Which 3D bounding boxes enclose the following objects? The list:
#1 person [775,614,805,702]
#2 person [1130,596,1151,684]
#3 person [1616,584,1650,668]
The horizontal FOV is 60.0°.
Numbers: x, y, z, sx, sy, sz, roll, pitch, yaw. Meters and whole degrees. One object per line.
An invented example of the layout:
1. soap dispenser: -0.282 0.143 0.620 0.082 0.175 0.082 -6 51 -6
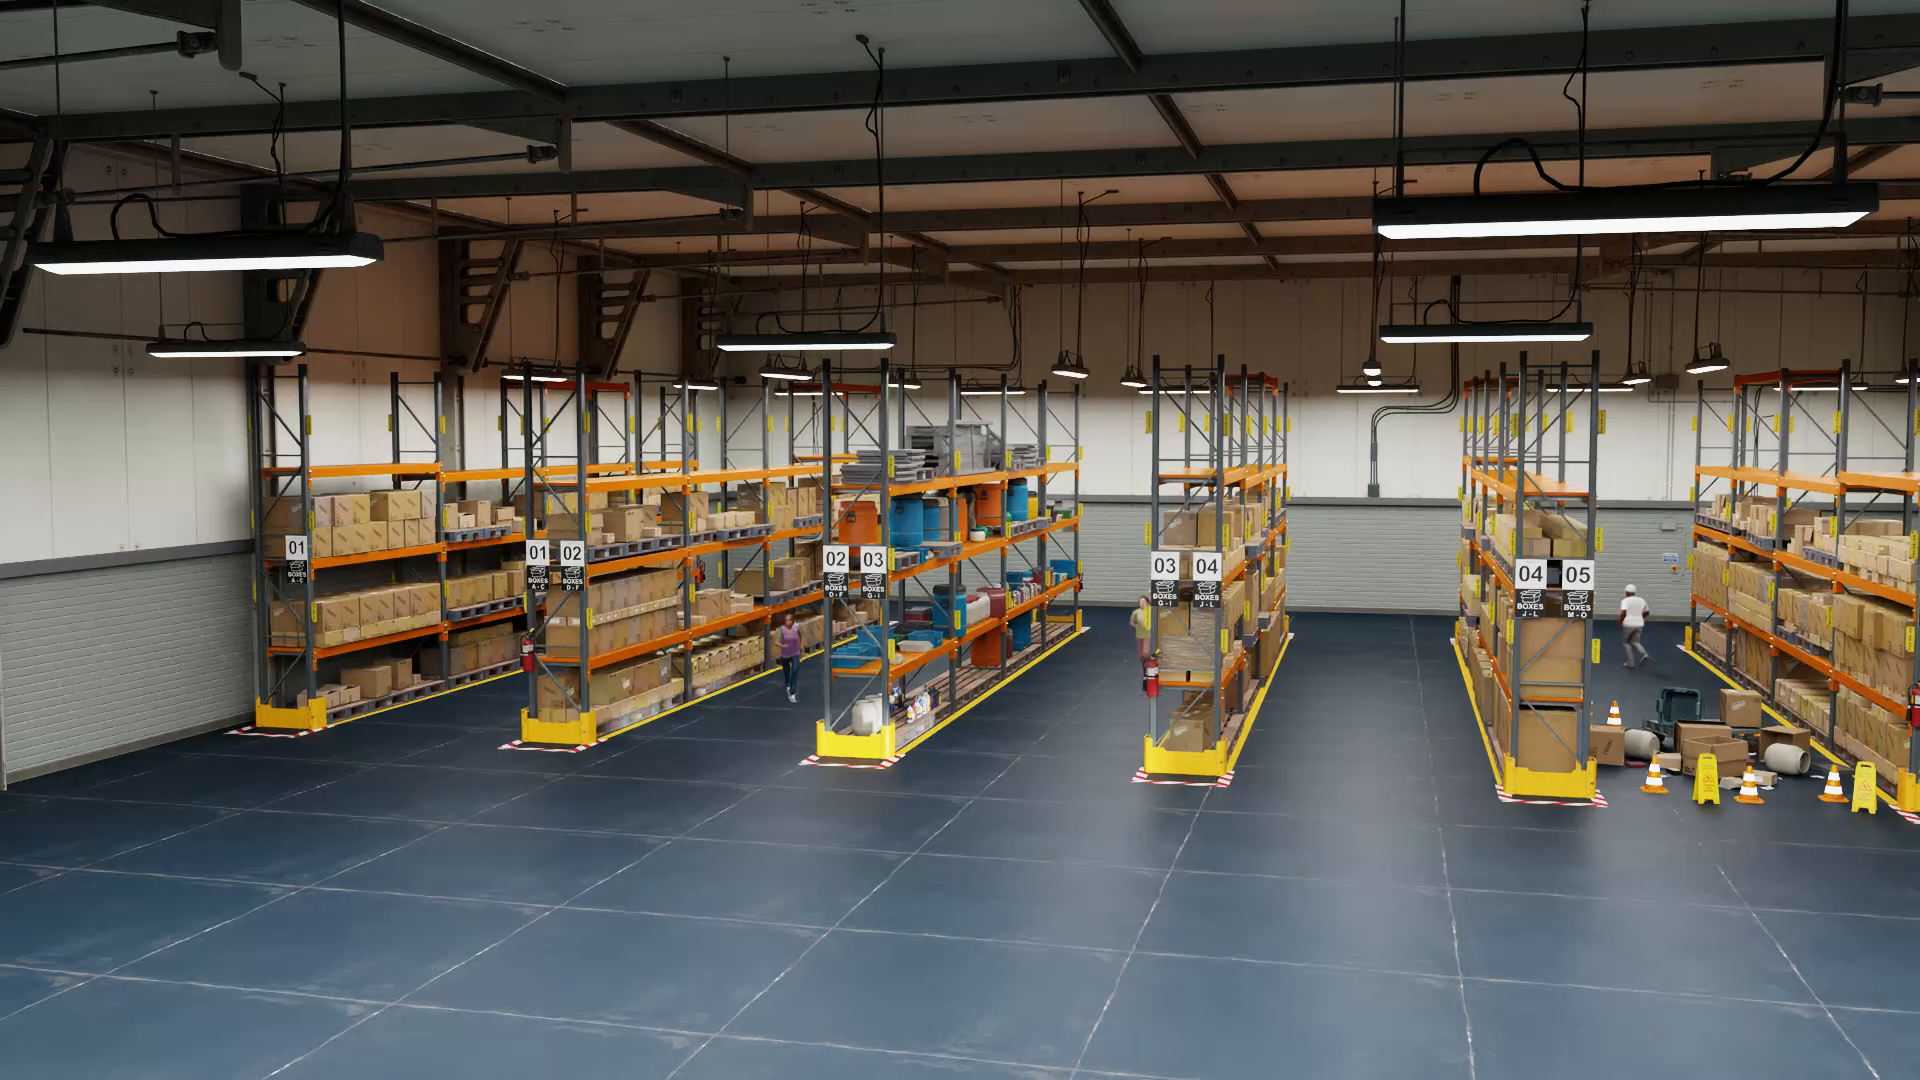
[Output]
1. person: -3.095 2.115 30.260 0.546 1.571 0.909 0 4 -6
2. person: 3.602 1.933 32.444 0.554 1.714 0.802 2 4 21
3. person: 13.957 1.790 34.353 0.687 1.714 0.767 -1 4 -9
